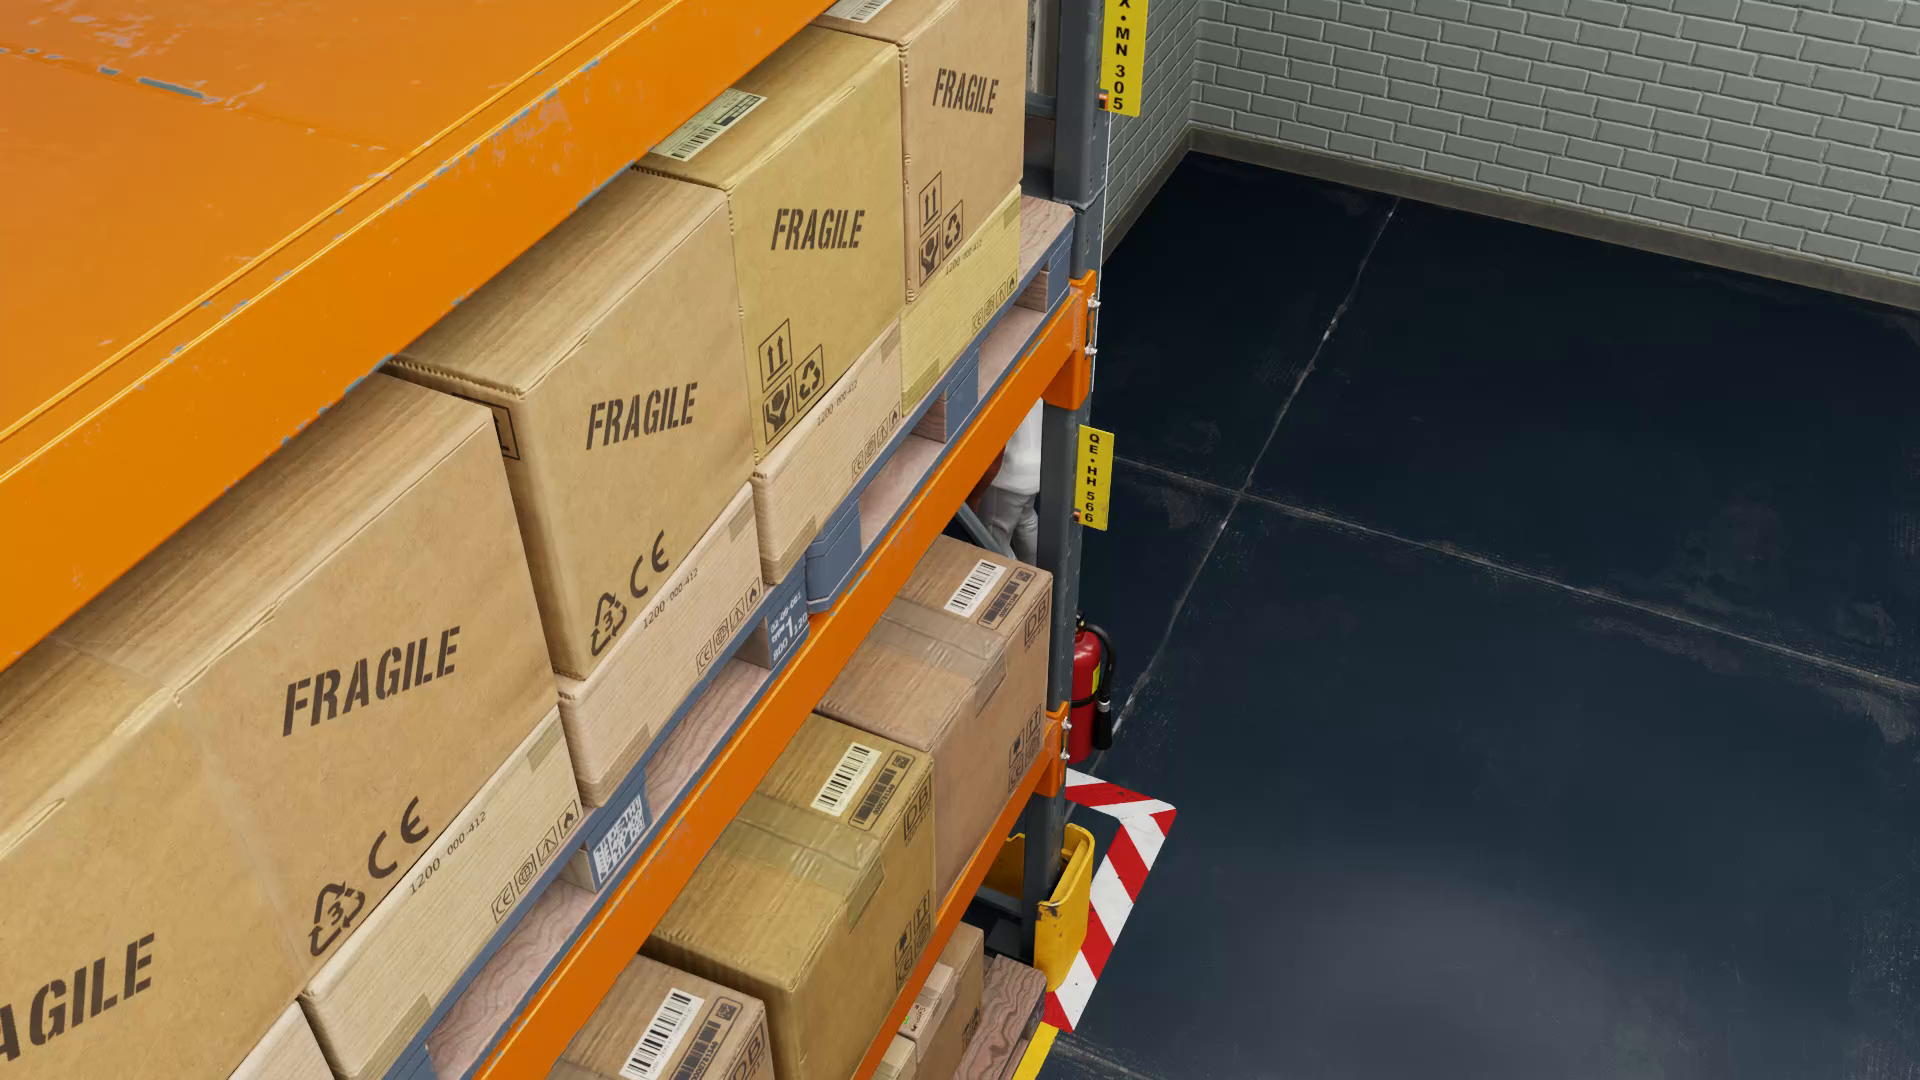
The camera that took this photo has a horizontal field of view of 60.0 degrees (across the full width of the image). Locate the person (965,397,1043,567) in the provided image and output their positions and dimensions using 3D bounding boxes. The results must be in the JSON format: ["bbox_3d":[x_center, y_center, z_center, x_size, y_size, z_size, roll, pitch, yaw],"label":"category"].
[{"bbox_3d":[0.174,-0.334,6.520,0.459,1.761,0.626,17,45,18],"label":"person"}]
